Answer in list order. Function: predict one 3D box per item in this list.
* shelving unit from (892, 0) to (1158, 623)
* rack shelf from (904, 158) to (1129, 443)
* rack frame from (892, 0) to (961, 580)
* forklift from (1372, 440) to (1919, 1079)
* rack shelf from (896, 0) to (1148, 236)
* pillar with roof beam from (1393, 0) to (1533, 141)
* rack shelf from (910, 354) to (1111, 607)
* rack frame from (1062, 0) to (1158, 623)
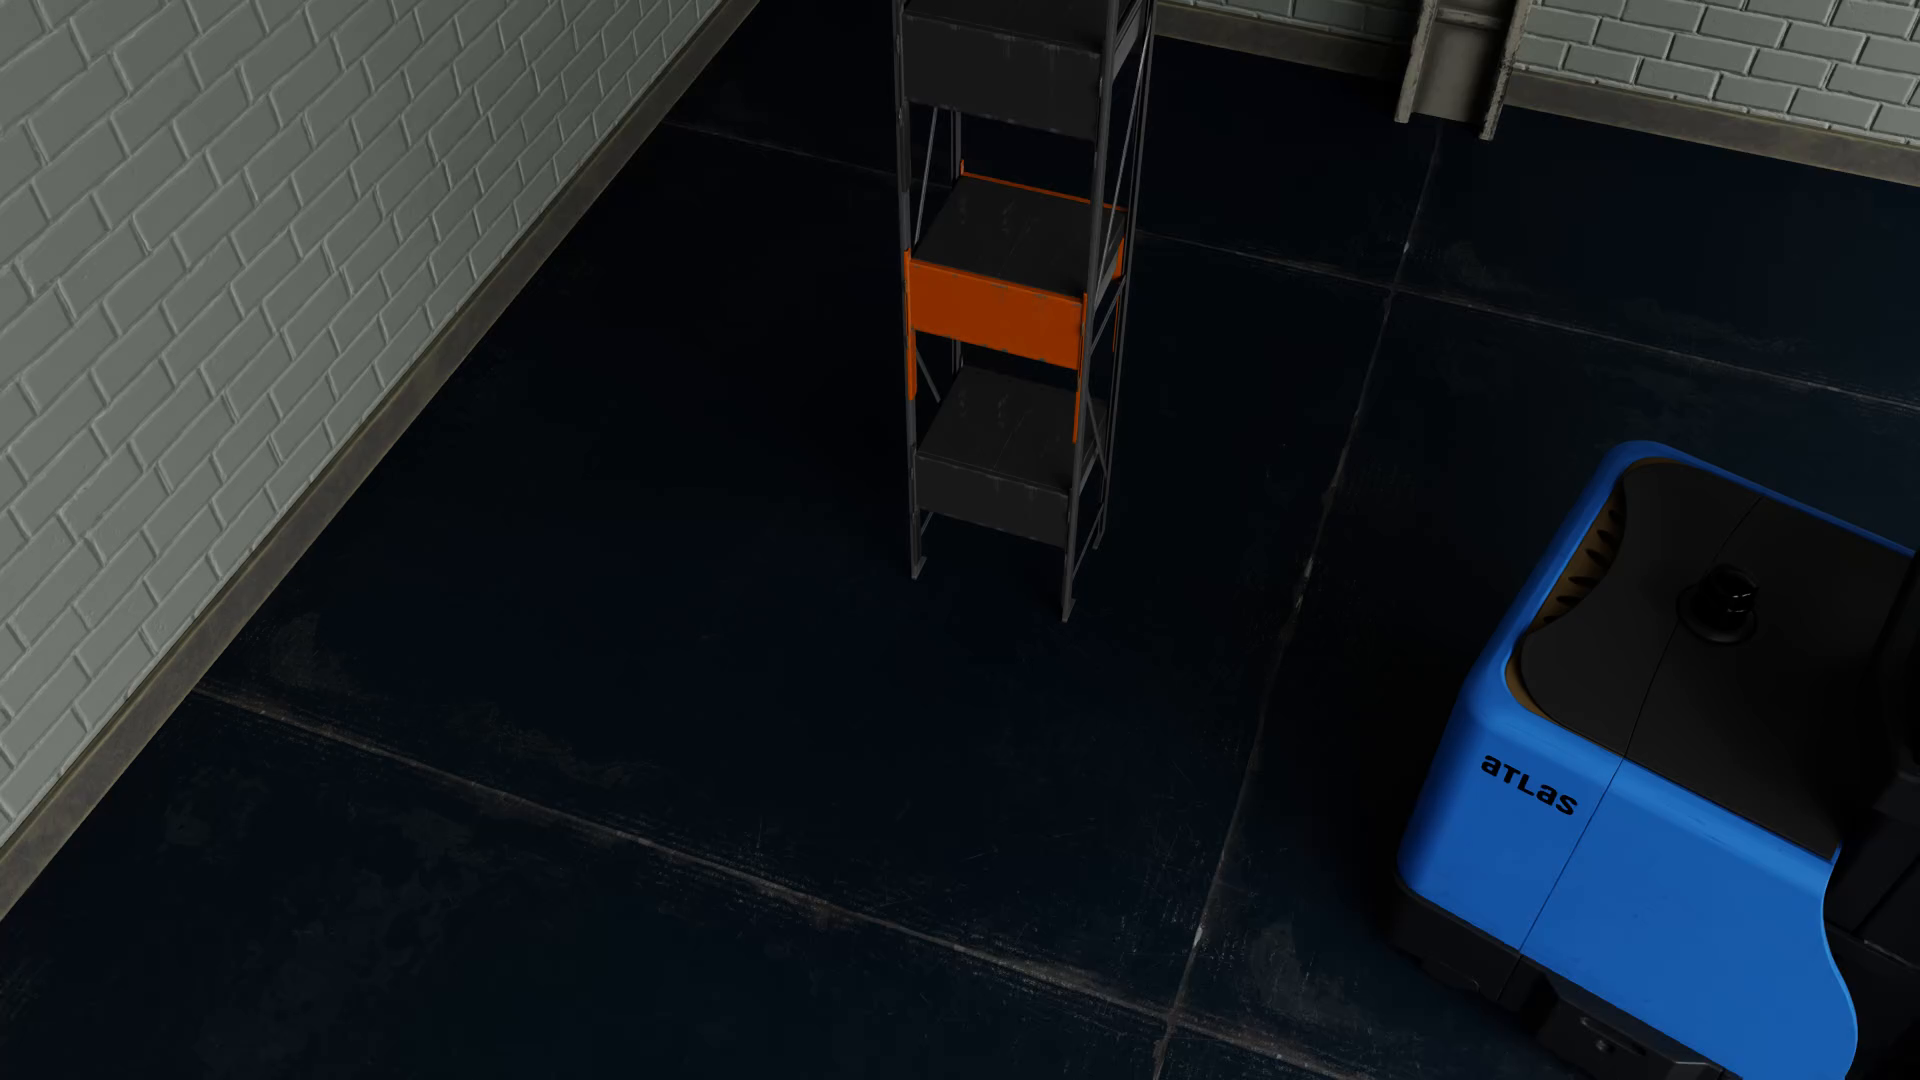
[{"bbox_3d":[0.155,-0.644,4.419,0.503,2.100,0.431,16,51,13],"label":"shelving unit"},{"bbox_3d":[0.155,-0.635,4.429,0.480,0.518,0.431,16,51,13],"label":"rack shelf"},{"bbox_3d":[-0.074,-0.708,4.474,0.015,2.100,0.400,16,51,13],"label":"rack frame"},{"bbox_3d":[2.567,0.416,2.950,3.031,2.935,1.130,28,55,22],"label":"forklift"},{"bbox_3d":[0.155,-1.094,3.900,0.480,0.518,0.431,16,51,13],"label":"rack shelf"},{"bbox_3d":[0.496,-1.648,0.723,0.400,9.000,9.100,16,51,13],"label":"pillar with roof beam"},{"bbox_3d":[0.155,-0.177,4.958,0.480,0.518,0.431,16,51,13],"label":"rack shelf"},{"bbox_3d":[0.384,-0.580,4.364,0.015,2.100,0.400,16,51,13],"label":"rack frame"}]
